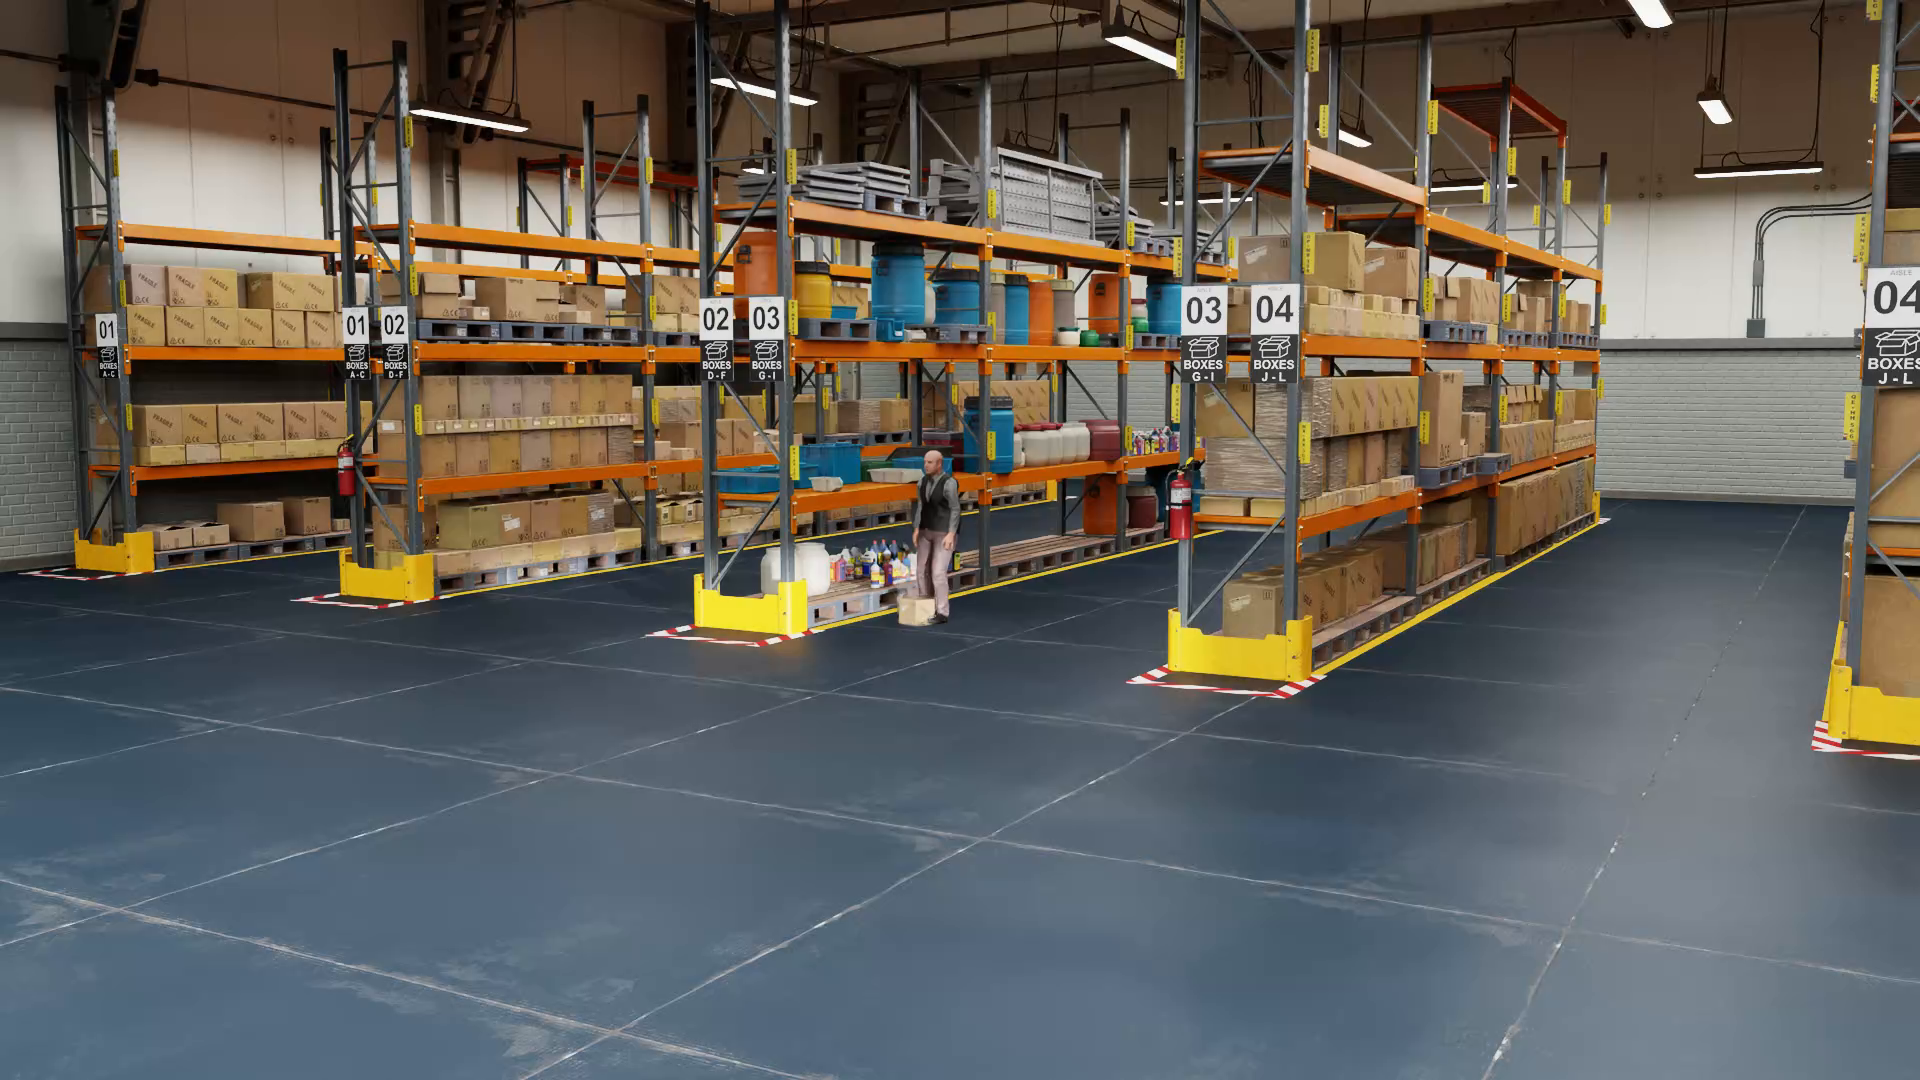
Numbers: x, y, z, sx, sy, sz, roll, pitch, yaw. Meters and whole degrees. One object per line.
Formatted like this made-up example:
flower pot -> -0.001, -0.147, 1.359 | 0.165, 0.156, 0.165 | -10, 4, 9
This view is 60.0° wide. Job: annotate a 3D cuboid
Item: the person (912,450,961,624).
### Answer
person -> -0.243, -0.040, 16.631 | 0.474, 1.721, 0.571 | -6, 8, -44
